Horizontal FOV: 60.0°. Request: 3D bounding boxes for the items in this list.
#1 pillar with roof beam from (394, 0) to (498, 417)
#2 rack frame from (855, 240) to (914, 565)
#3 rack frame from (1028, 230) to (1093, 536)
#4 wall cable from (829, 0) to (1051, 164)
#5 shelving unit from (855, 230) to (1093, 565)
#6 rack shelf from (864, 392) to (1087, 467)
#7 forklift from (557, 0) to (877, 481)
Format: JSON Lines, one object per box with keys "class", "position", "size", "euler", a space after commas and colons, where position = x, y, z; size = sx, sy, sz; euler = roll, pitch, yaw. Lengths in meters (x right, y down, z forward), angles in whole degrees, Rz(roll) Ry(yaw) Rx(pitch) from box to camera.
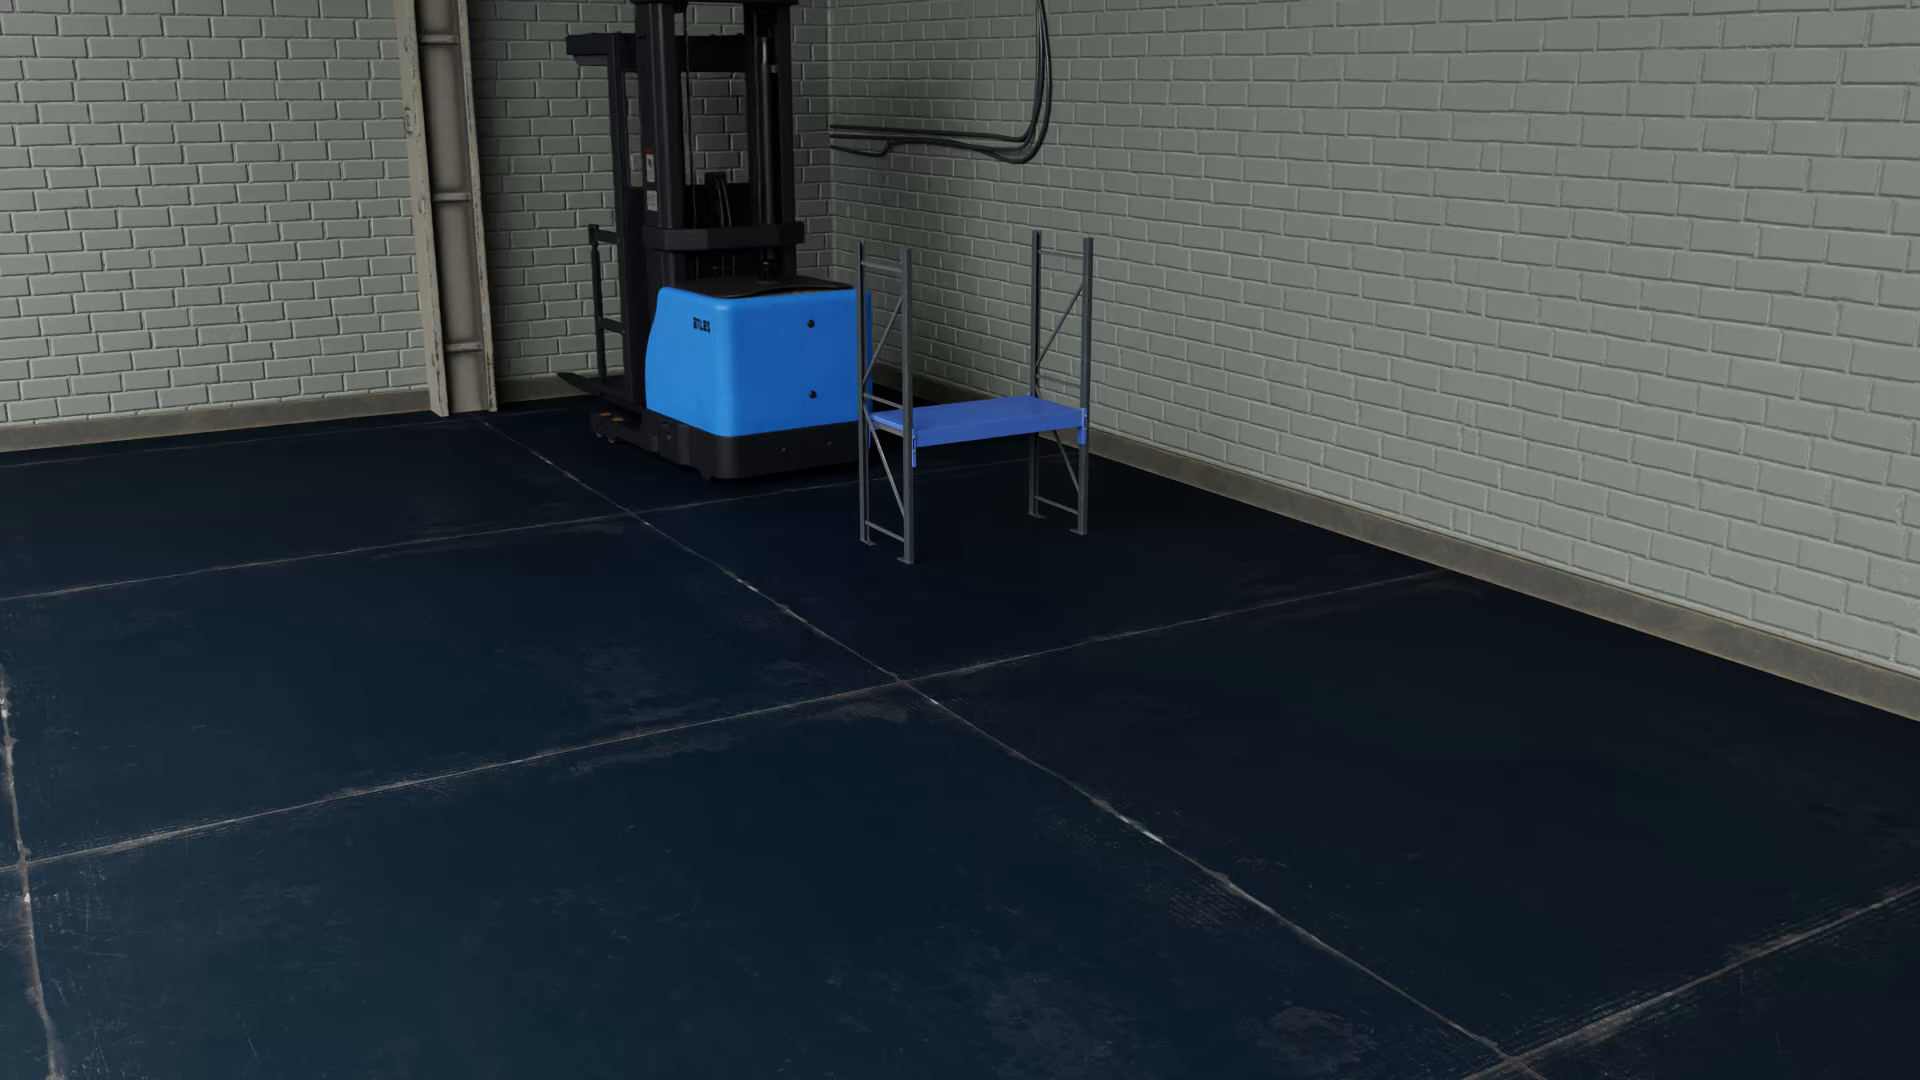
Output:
{"class": "pillar with roof beam", "position": [-1.261, -4.249, 6.894], "size": [0.400, 9.000, 9.100], "euler": [-9, 18, -30]}
{"class": "rack frame", "position": [-0.363, -0.663, 7.998], "size": [0.032, 1.500, 0.500], "euler": [-9, 18, -30]}
{"class": "rack frame", "position": [0.509, -0.805, 8.502], "size": [0.032, 1.500, 0.500], "euler": [-9, 18, -30]}
{"class": "wall cable", "position": [-0.272, -3.853, 11.236], "size": [0.112, 2.526, 3.097], "euler": [-9, 18, -30]}
{"class": "shelving unit", "position": [0.073, -0.734, 8.250], "size": [1.048, 1.500, 0.538], "euler": [-9, 18, -30]}
{"class": "rack shelf", "position": [0.073, -0.561, 8.298], "size": [1.000, 0.185, 0.538], "euler": [-9, 18, -30]}
{"class": "forklift", "position": [-1.737, -2.092, 10.443], "size": [1.130, 2.935, 3.031], "euler": [-10, 19, -33]}
